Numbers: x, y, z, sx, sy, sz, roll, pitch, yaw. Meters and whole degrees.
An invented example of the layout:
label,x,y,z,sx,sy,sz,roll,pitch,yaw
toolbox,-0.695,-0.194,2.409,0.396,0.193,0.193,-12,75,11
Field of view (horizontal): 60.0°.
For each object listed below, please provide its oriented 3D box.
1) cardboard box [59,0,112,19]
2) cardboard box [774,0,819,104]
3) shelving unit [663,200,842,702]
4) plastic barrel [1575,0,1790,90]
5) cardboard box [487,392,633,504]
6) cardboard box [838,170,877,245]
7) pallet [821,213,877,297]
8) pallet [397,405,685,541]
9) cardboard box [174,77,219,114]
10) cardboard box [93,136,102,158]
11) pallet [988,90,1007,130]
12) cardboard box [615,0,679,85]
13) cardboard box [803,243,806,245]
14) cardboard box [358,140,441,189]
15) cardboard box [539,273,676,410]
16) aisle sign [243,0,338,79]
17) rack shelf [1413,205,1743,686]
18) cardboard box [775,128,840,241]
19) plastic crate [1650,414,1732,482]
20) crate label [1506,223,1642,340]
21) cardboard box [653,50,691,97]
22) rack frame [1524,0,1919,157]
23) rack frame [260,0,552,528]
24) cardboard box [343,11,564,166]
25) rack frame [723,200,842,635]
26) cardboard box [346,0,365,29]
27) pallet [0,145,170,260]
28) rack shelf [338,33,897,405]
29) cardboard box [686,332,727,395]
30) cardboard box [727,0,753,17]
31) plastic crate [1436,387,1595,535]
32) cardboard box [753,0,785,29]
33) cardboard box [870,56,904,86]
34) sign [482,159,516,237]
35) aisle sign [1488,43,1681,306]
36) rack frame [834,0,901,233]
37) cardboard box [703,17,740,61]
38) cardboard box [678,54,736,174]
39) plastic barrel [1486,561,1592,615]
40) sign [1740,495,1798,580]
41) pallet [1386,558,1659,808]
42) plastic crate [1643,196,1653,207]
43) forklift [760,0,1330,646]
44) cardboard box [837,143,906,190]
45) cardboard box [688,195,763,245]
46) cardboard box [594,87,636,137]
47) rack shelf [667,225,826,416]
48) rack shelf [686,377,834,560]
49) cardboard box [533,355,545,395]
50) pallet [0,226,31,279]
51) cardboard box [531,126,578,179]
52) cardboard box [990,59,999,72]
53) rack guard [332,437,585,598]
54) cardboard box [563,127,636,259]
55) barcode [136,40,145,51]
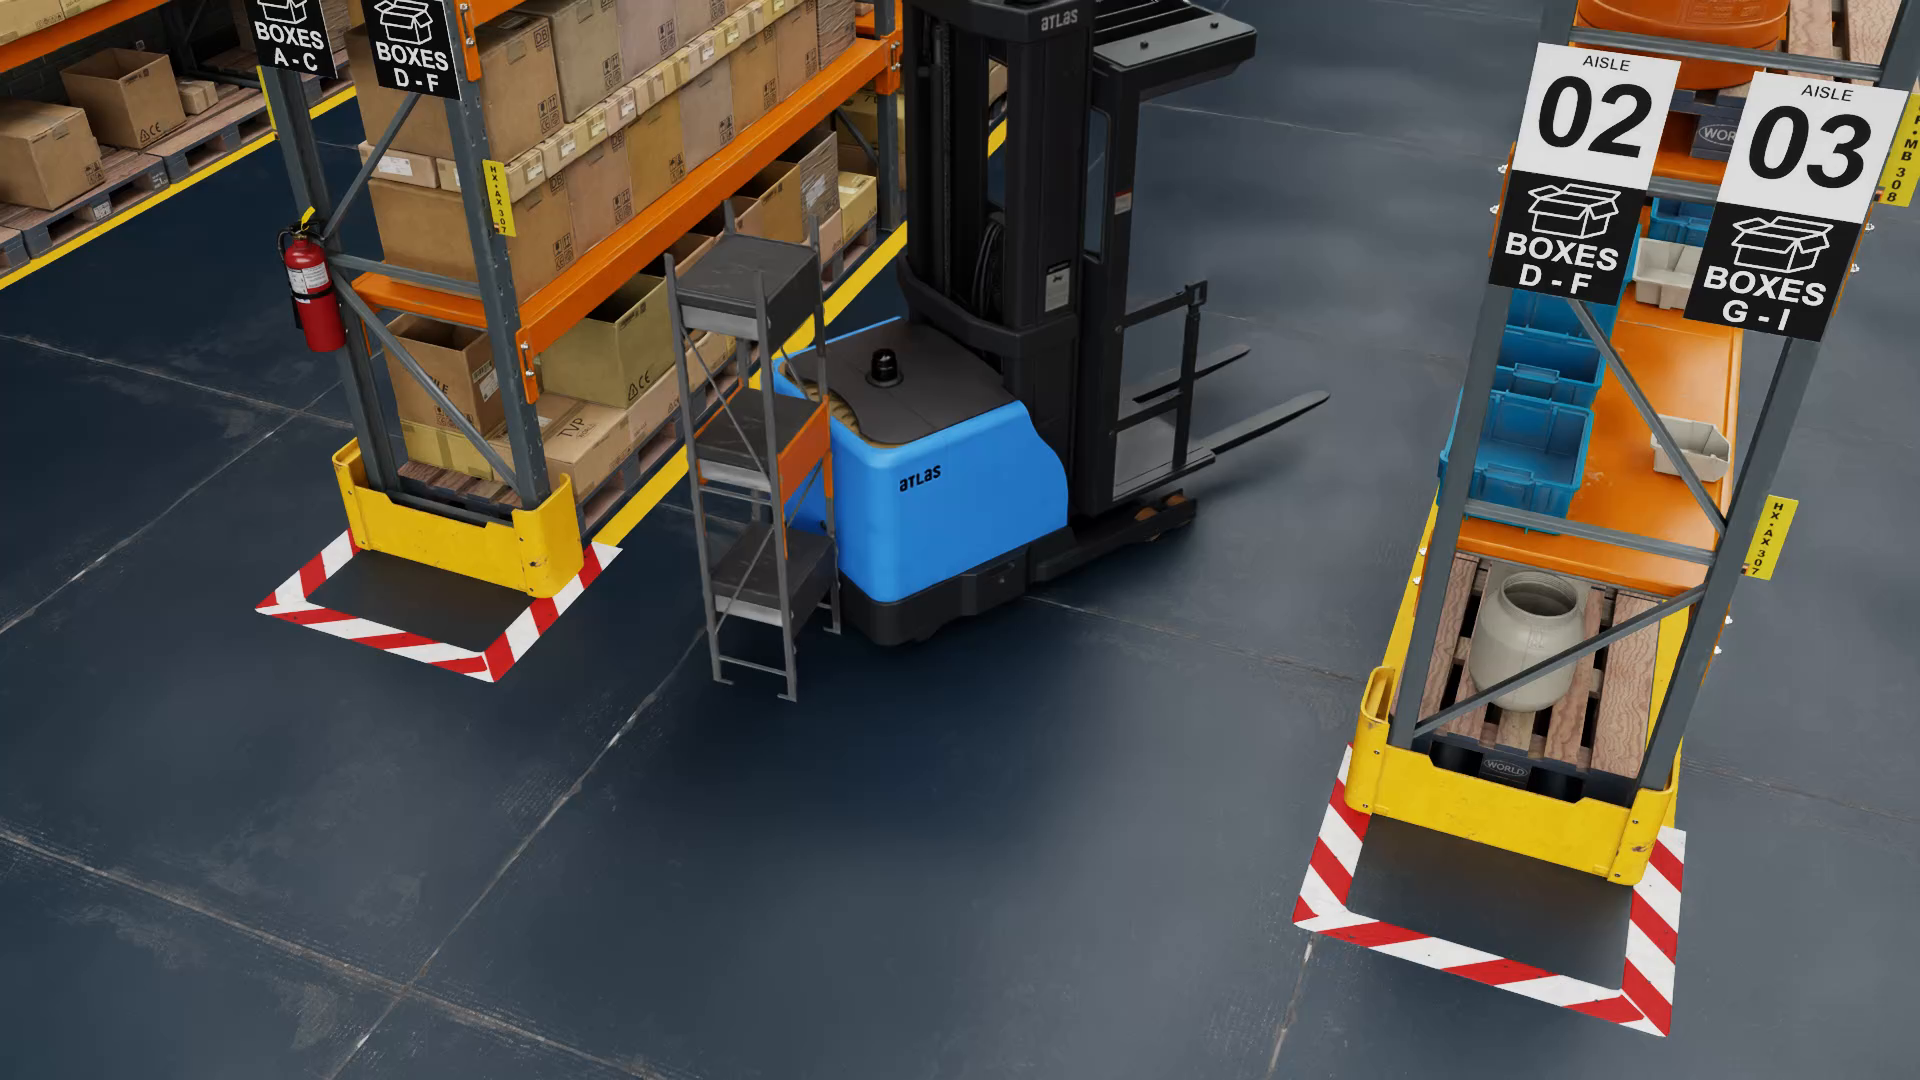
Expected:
label,x,y,z,sx,sy,sz,roll,pitch,yaw
cardboard box,-5.738,-3.556,10.610,0.500,0.250,0.500,14,39,17
cardboard box,-1.239,-2.868,9.498,0.700,0.500,0.500,13,39,17
shelving unit,-0.822,-0.313,6.915,0.431,2.100,0.503,13,39,16
plastic barrel,2.243,-1.863,5.023,0.600,0.830,0.708,14,39,18
cardboard box,-1.994,-0.467,8.316,0.500,0.250,0.500,14,39,18
cardboard box,-0.856,-2.129,10.539,0.500,0.250,0.500,14,39,18
pallet,-1.223,-1.821,10.510,1.003,0.211,1.213,14,39,18
pallet,-2.151,-0.470,8.703,1.003,0.211,1.213,14,39,18
cardboard box,-5.640,-3.234,12.070,0.380,0.166,0.250,9,38,12
cardboard box,-6.091,-2.649,11.302,0.380,0.149,0.250,11,38,14
pallet,-0.175,-3.347,12.551,1.003,0.211,1.213,14,39,18
cardboard box,-1.808,-2.570,8.016,0.700,0.500,0.500,14,39,18
cardboard box,-1.232,-1.574,9.797,0.500,0.250,0.500,14,39,18
cardboard box,-2.435,-1.709,7.406,0.380,0.149,0.250,13,39,17
cardboard box,-1.805,-1.045,8.462,0.500,0.500,0.500,14,39,18
aisle sign,-2.700,-2.226,6.551,0.394,0.787,0.004,14,39,18
rack shelf,2.937,-0.843,7.473,1.077,0.370,4.000,14,39,18
cardboard box,-1.057,-2.155,9.948,0.500,0.500,0.500,14,39,18
plastic crate,2.814,-0.340,6.420,0.298,0.136,0.250,14,39,18
crate label,2.626,-1.119,7.212,0.502,0.435,0.616,14,39,18
cardboard box,-1.567,-2.336,8.244,0.380,0.149,0.250,13,39,17
rack frame,2.176,-2.427,3.980,1.000,3.000,0.127,14,39,18
rack frame,-2.404,-1.154,7.289,1.000,3.000,0.127,14,39,18
cardboard box,-2.194,-1.999,7.251,0.700,0.500,0.500,14,39,18
rack frame,-0.738,-0.450,7.098,0.400,2.100,0.015,13,39,16
cardboard box,-5.049,-4.379,13.324,0.700,0.500,0.500,13,39,17
pallet,-6.150,-2.321,11.178,1.003,0.211,1.213,14,39,18
rack shelf,-1.643,-1.973,8.986,1.077,0.370,4.000,14,39,18
cardboard box,-1.616,-1.022,9.057,0.500,0.250,0.500,14,39,18
cardboard box,-1.427,-3.124,8.757,0.700,0.500,0.500,14,39,18
plastic crate,2.089,-0.309,6.283,0.499,0.251,0.616,14,39,18
cardboard box,-1.176,-2.906,9.008,0.380,0.149,0.250,14,39,18
cardboard box,-0.299,-3.108,11.381,0.500,0.311,0.500,13,39,17
sign,-1.893,-1.403,6.832,0.100,0.325,0.005,14,39,18
aisle sign,1.874,-1.093,5.035,0.394,0.787,0.004,14,39,18
rack frame,-0.882,-3.369,10.252,1.000,3.000,0.127,14,39,18
cardboard box,-1.370,-2.619,8.623,0.380,0.149,0.250,15,39,19
cardboard box,-1.628,-2.308,8.748,0.700,0.500,0.500,15,39,19
plastic barrel,2.546,0.145,7.278,0.421,0.512,0.421,0,37,0
sign,2.683,-0.007,5.523,0.100,0.325,0.005,14,39,18
pallet,2.475,0.592,7.282,1.003,0.211,1.213,14,39,18
plastic crate,3.381,-1.953,8.409,0.767,0.338,0.504,14,39,18
forklift,0.568,-1.401,7.676,3.031,2.935,1.130,-24,43,-28
cardboard box,-0.499,-2.603,11.172,0.500,0.250,0.500,13,39,17
cardboard box,-1.421,-1.598,9.201,0.500,0.500,0.500,14,39,18
cardboard box,-1.763,-2.046,7.857,0.380,0.149,0.250,13,39,17
rack shelf,-0.823,-0.863,6.504,0.431,0.518,0.480,13,39,16
rack shelf,-0.822,-0.302,6.923,0.431,0.518,0.480,13,39,16
cardboard box,-2.294,-0.865,8.847,0.500,0.250,0.500,14,39,18
pallet,-6.615,-1.647,10.278,1.003,0.211,1.213,14,39,18
cardboard box,-1.957,-1.769,7.486,0.380,0.149,0.250,13,39,17
cardboard box,0.090,-3.684,12.151,0.500,0.311,0.500,15,39,19
rack guard,-2.413,-0.140,8.019,1.175,0.500,0.348,14,39,18
cardboard box,-2.019,-1.742,7.991,0.700,0.500,0.500,15,39,19
barcode,-5.892,-3.554,11.953,0.001,0.075,0.075,14,39,18
